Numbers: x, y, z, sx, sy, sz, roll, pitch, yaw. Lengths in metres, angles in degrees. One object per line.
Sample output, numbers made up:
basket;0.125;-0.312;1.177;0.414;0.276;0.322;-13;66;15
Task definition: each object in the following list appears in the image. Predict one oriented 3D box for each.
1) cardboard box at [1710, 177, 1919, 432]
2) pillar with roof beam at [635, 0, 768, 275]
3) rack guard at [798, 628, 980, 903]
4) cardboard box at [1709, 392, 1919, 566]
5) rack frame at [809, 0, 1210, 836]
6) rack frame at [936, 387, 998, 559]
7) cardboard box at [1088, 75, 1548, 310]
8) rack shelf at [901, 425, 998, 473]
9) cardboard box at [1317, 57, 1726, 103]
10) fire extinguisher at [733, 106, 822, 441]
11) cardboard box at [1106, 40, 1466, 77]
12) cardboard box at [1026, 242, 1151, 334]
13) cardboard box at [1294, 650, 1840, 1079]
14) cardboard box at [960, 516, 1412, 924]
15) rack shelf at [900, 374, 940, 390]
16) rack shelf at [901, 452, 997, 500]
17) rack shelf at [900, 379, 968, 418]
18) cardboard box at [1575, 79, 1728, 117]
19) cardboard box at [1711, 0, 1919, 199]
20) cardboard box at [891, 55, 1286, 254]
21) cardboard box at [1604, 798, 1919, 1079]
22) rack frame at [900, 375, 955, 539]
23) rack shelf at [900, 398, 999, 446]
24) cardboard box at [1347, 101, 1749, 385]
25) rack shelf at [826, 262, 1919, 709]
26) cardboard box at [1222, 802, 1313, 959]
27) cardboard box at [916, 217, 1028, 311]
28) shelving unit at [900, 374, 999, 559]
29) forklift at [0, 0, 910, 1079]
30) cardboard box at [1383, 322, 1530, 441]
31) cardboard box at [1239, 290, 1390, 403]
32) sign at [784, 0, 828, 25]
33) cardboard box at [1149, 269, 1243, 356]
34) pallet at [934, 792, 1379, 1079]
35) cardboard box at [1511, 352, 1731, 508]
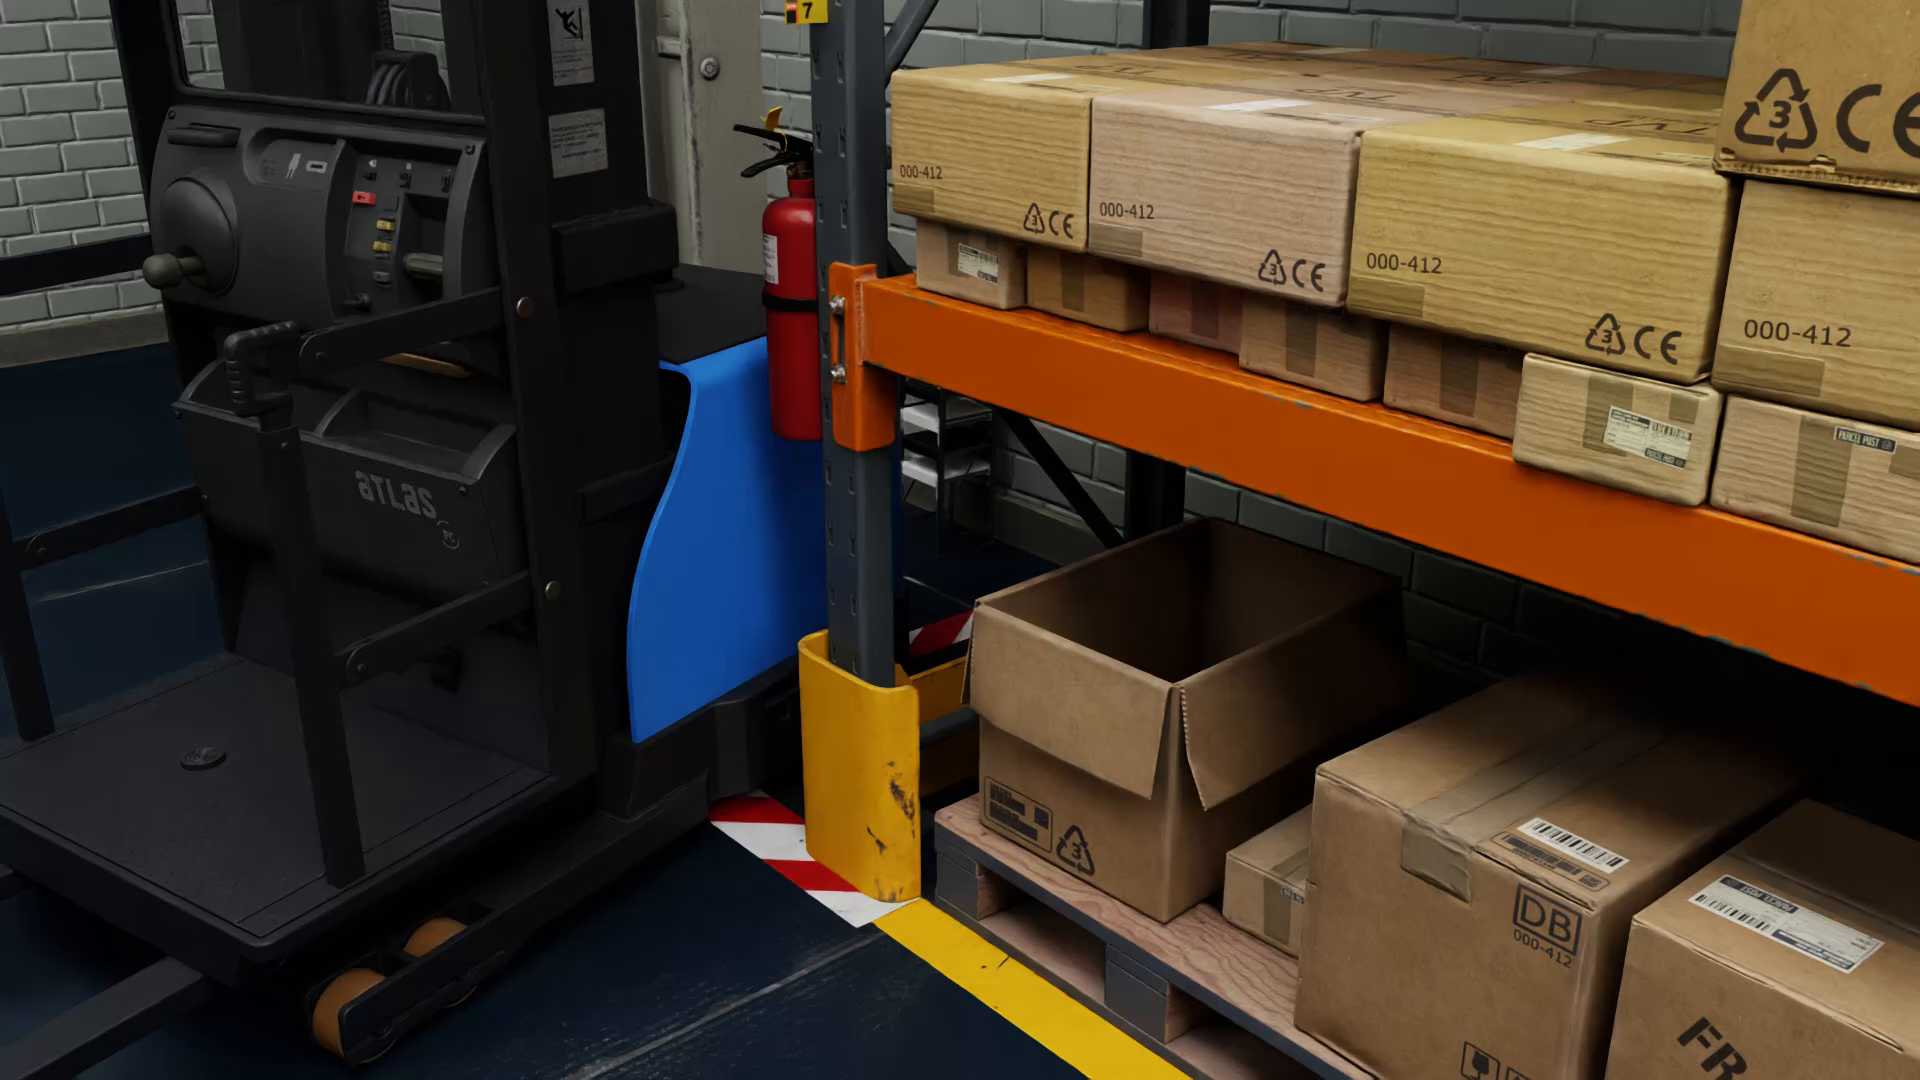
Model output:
cardboard box;1.237;-0.290;1.908;0.500;0.250;0.500;-18;28;-39
pillar with roof beam;-4.206;-3.553;2.217;9.100;9.000;0.400;-17;27;-37
rack guard;0.182;0.360;3.880;1.175;0.500;0.348;-17;27;-37
cardboard box;1.130;-0.116;2.013;0.380;0.149;0.250;-17;27;-36
rack frame;0.133;-0.825;3.478;1.000;3.000;0.127;-17;27;-37
rack frame;0.029;-0.385;5.223;0.240;0.900;0.006;-15;27;-38
cardboard box;0.554;-0.565;2.612;0.500;0.250;0.500;-17;27;-37
rack shelf;-0.040;-0.300;5.339;0.258;0.077;0.200;-15;27;-38
cardboard box;0.970;-0.687;2.923;0.500;0.250;0.500;-17;27;-37
fire extinguisher;-0.313;-0.546;3.383;0.296;0.674;0.183;-17;27;-37
cardboard box;0.634;-0.830;3.288;0.500;0.250;0.500;-16;27;-36
cardboard box;0.341;-0.493;2.974;0.380;0.149;0.250;-17;27;-36
cardboard box;0.989;0.580;2.741;0.700;0.500;0.500;-16;27;-35
cardboard box;0.460;0.333;3.367;0.797;0.503;0.637;-19;28;-39
rack shelf;-0.032;-0.552;5.243;0.258;0.077;0.200;-15;27;-38
rack shelf;-0.043;-0.216;5.371;0.258;0.077;0.200;-15;27;-38
rack shelf;-0.035;-0.468;5.275;0.258;0.077;0.200;-15;27;-38
cardboard box;1.289;-0.549;2.571;0.500;0.250;0.500;-16;27;-36
cardboard box;1.204;-0.639;1.772;0.500;0.500;0.500;-17;27;-36
cardboard box;0.225;-0.704;2.967;0.500;0.250;0.500;-17;27;-37
cardboard box;1.258;0.750;2.308;0.500;0.500;0.500;-17;27;-36
rack frame;-0.102;-0.444;5.367;0.240;0.900;0.006;-15;27;-38
rack shelf;-0.038;-0.384;5.307;0.258;0.077;0.200;-15;27;-38
cardboard box;0.887;-0.426;2.256;0.500;0.250;0.500;-18;28;-38
rack shelf;1.438;0.062;2.198;1.077;0.370;4.000;-17;27;-37
cardboard box;0.708;0.625;3.109;0.380;0.149;0.250;-19;28;-39
cardboard box;0.139;-0.552;3.125;0.380;0.149;0.250;-18;27;-38
shelving unit;-0.037;-0.415;5.295;0.258;0.900;0.210;-15;27;-38
forklift;-1.359;-0.605;3.010;1.130;2.935;3.031;13;25;31
cardboard box;0.835;-0.272;2.410;0.380;0.149;0.250;-17;27;-37
cardboard box;0.657;-0.344;2.594;0.380;0.149;0.250;-16;27;-36
sign;-0.278;-1.099;2.990;0.100;0.325;0.005;-17;27;-37
cardboard box;0.538;-0.428;2.809;0.380;0.149;0.250;-18;28;-38
pallet;0.703;0.714;3.371;1.003;0.211;1.213;-17;27;-37
cardboard box;0.943;-0.184;2.186;0.380;0.149;0.250;-18;28;-39
